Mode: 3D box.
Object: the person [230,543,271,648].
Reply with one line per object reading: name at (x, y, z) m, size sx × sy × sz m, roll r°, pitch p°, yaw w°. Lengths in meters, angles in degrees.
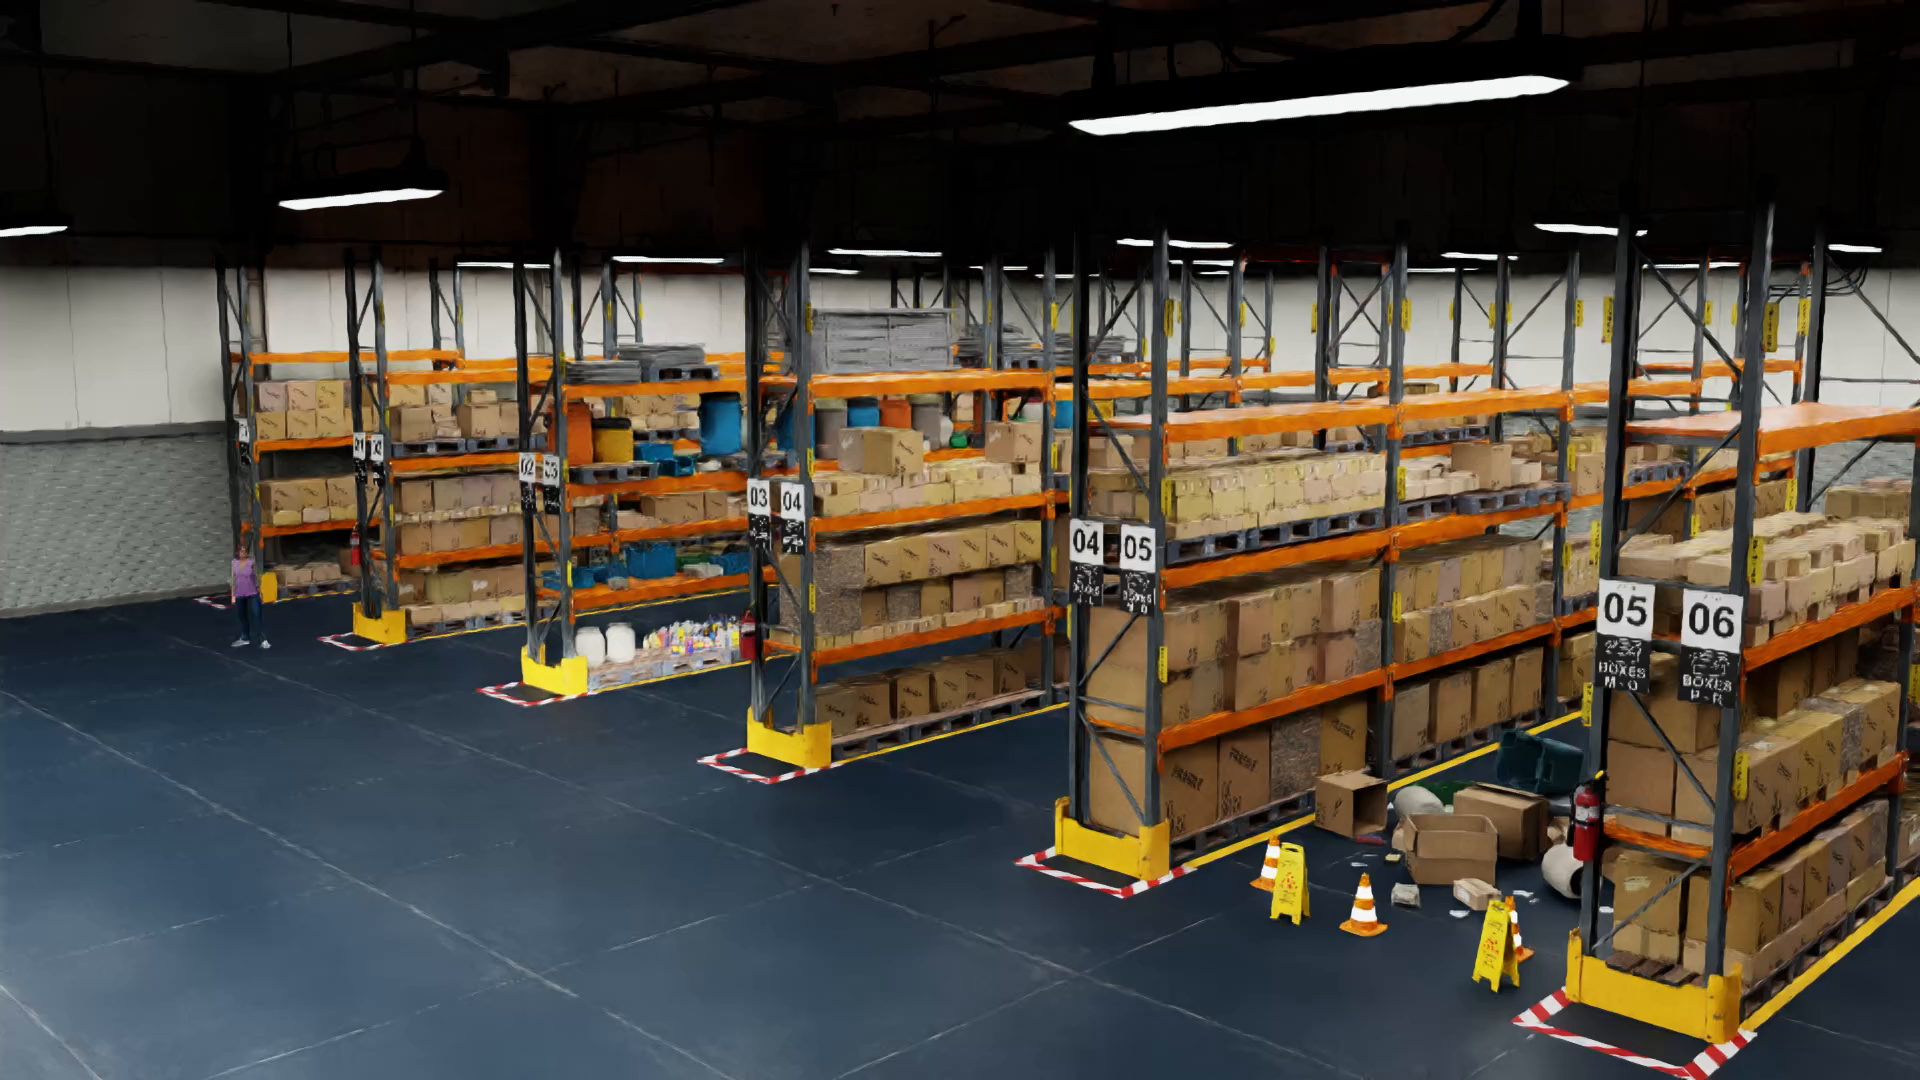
person at (-10.695, 0.836, 25.014) m, size 0.638 × 1.582 × 0.524 m, roll -1°, pitch 8°, yaw -10°
